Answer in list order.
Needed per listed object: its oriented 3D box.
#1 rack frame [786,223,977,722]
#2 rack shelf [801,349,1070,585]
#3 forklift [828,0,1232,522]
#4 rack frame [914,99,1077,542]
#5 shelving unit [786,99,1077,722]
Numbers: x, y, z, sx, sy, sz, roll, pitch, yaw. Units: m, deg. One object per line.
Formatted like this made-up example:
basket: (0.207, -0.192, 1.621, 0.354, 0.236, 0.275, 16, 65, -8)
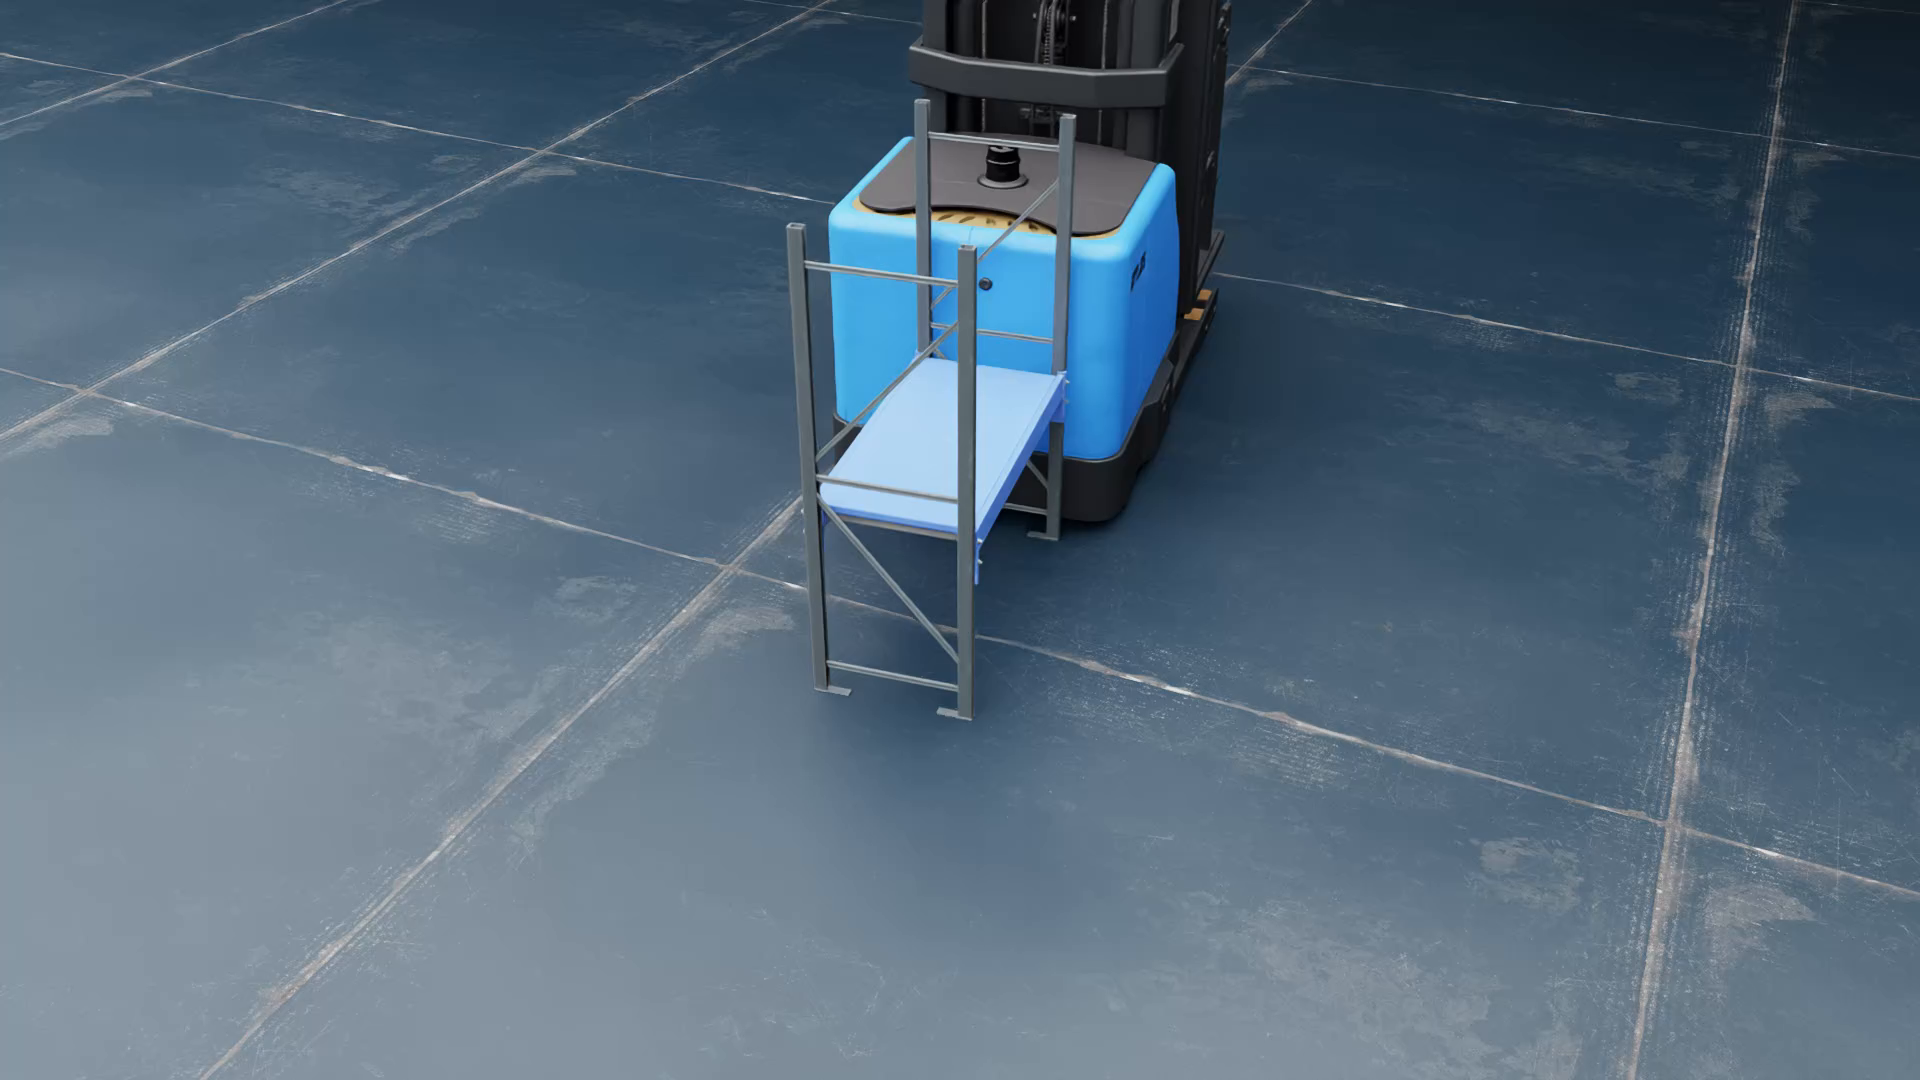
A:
rack frame: (-0.200, -0.136, 4.589, 0.500, 1.500, 0.032, 10, 34, 14)
rack shelf: (-0.048, -0.252, 5.094, 0.538, 0.185, 1.000, 10, 34, 14)
forklift: (0.476, -2.090, 6.265, 1.130, 2.935, 3.031, 10, 34, 14)
rack frame: (0.103, -0.668, 5.401, 0.500, 1.500, 0.032, 10, 34, 14)
shelving unit: (-0.048, -0.402, 4.995, 0.538, 1.500, 1.048, 10, 34, 14)
